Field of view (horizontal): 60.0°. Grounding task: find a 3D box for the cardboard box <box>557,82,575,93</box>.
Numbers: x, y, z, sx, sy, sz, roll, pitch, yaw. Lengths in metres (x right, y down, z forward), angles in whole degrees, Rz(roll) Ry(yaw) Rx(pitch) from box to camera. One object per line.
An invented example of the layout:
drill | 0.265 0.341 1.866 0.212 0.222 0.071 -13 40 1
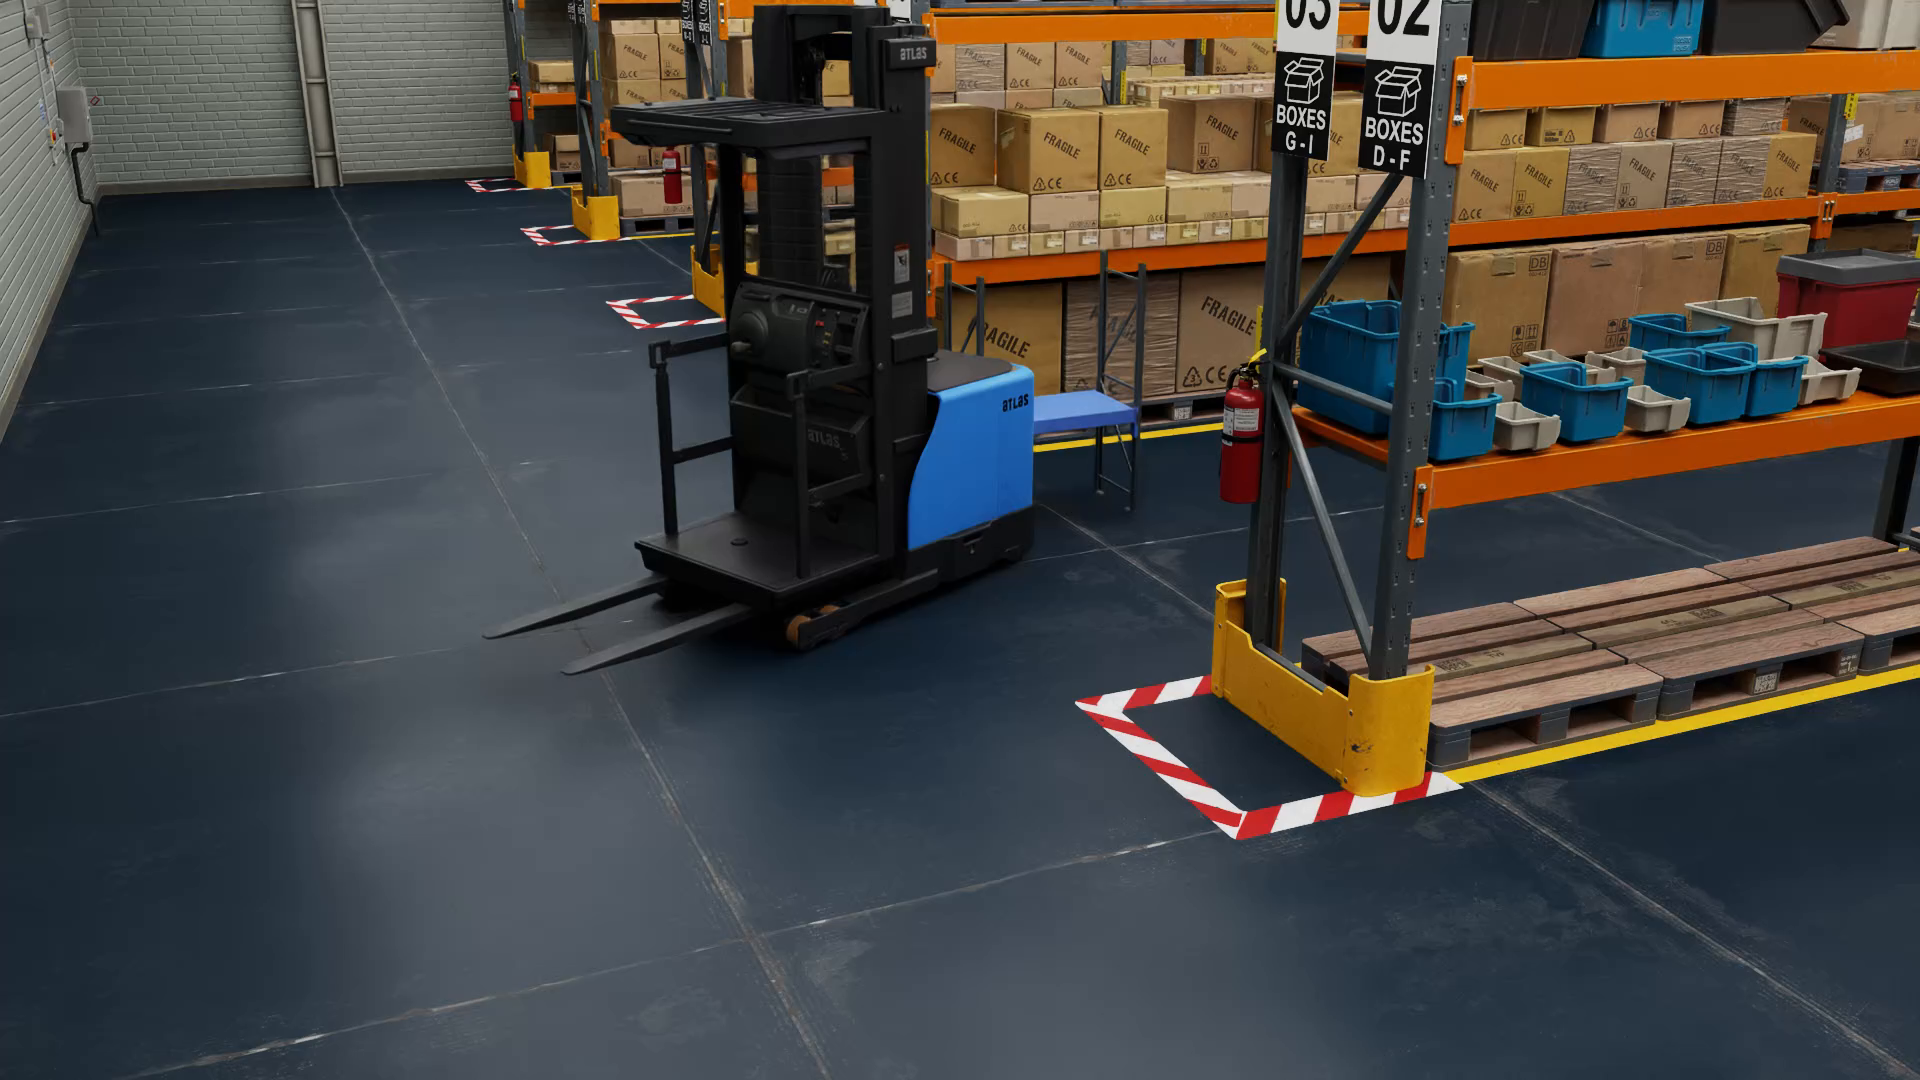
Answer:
cardboard box | -5.703 -6.526 23.919 0.250 0.149 0.380 -8 21 -21

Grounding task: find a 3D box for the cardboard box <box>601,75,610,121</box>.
cardboard box | -4.021 -5.316 19.952 0.500 0.500 0.500 -8 21 -22

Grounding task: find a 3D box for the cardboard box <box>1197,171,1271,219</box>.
cardboard box | 1.995 -2.424 11.668 0.500 0.250 0.500 -8 21 -21

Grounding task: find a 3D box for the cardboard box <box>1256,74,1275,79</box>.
cardboard box | 3.333 -4.866 17.675 0.250 0.149 0.380 -7 21 -20

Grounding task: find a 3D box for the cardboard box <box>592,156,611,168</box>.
cardboard box | -5.324 -5.587 24.532 0.250 0.149 0.380 -9 21 -24

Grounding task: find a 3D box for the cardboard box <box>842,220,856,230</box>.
cardboard box | -0.992 -3.064 16.473 0.250 0.149 0.380 -7 21 -20

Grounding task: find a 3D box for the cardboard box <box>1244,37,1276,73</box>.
cardboard box | 3.967 -6.622 22.581 0.500 0.500 0.500 -7 21 -19

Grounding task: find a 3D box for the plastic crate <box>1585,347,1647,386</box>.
plastic crate | 2.987 -0.781 7.530 0.250 0.136 0.298 -8 21 -22

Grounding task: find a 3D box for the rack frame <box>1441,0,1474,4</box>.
rack frame | 1.528 -3.422 5.690 0.127 3.000 1.000 -8 21 -22

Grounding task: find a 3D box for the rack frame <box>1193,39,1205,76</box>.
rack frame | 2.986 -6.177 22.548 0.127 3.000 1.000 -8 21 -22

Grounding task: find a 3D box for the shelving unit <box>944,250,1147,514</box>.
shelving unit | 0.487 -0.874 9.747 1.048 1.500 0.538 -8 21 -23

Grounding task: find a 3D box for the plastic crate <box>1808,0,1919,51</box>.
plastic crate | 3.685 -2.148 6.769 0.530 0.282 0.437 -8 21 -22

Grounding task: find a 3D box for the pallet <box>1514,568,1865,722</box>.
pallet | 3.419 0.467 7.876 1.213 0.211 1.003 -8 21 -22

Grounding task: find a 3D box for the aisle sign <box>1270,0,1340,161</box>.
aisle sign | 1.346 -1.898 6.482 0.004 0.787 0.394 -8 21 -22

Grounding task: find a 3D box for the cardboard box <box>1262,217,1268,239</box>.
cardboard box | 2.144 -2.235 11.730 0.250 0.149 0.380 -8 21 -21

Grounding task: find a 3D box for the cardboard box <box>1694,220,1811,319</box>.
cardboard box | 6.270 -2.266 14.009 0.875 0.875 1.225 -9 21 -24

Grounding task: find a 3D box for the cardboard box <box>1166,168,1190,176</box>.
cardboard box | 1.316 -2.520 11.940 0.500 0.250 0.500 -8 21 -22

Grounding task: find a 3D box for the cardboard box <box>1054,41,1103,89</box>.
cardboard box | 1.043 -4.669 16.162 0.500 0.500 0.500 -9 21 -24

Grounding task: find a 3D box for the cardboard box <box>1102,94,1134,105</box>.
cardboard box | 1.654 -4.487 17.047 0.250 0.149 0.380 -7 21 -20

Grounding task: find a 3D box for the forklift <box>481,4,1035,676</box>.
forklift | -0.939 -1.039 8.059 1.130 2.935 3.031 16 25 39

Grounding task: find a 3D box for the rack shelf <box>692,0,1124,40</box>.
rack shelf | -0.469 -4.967 15.678 4.000 0.370 1.077 -8 21 -22

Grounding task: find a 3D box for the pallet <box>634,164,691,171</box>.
pallet | -4.409 -5.597 25.099 1.213 0.211 1.003 -8 21 -22

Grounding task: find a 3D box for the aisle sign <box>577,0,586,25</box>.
aisle sign | -4.310 -6.253 18.849 0.004 0.787 0.394 -8 21 -22

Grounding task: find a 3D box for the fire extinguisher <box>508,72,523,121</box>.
fire extinguisher | -6.281 -6.265 23.476 0.183 0.674 0.296 -8 21 -22

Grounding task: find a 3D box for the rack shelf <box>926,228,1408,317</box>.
rack shelf | 1.403 -2.026 11.843 4.000 0.370 1.077 -8 21 -22

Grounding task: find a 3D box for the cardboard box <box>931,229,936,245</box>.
cardboard box | -0.237 -2.131 11.436 0.250 0.149 0.380 -8 21 -21

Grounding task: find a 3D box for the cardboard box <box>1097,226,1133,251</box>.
cardboard box | 0.966 -2.066 11.250 0.250 0.149 0.380 -9 21 -23

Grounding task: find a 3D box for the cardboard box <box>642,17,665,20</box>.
cardboard box | -3.682 -6.158 19.861 0.250 0.149 0.380 -8 21 -22

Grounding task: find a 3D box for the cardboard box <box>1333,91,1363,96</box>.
cardboard box | 2.698 -3.067 12.364 0.500 0.500 0.500 -8 21 -22

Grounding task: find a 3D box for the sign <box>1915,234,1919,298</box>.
sign | 4.985 -1.417 8.612 0.005 0.325 0.100 -8 21 -22

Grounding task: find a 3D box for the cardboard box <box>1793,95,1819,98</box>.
cardboard box | 10.085 -5.444 20.241 0.550 0.550 0.875 -8 21 -22

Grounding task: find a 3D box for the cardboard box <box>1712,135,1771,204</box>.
cardboard box | 6.097 -2.998 13.368 0.500 0.500 0.500 -8 21 -22

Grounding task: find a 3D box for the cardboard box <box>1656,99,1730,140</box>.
cardboard box | 5.635 -3.499 13.282 0.637 0.503 0.797 -8 21 -21

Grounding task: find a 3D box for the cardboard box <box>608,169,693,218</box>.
cardboard box | -3.793 -4.231 20.248 0.875 0.438 0.875 -9 21 -24

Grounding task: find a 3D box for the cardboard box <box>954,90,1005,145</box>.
cardboard box | 0.100 -4.059 15.935 0.500 0.500 0.500 -8 21 -22

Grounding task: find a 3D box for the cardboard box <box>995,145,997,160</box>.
cardboard box | 0.251 -3.772 16.096 0.250 0.149 0.380 -9 21 -24

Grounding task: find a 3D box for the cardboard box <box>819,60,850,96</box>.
cardboard box | -1.328 -4.334 15.210 0.500 0.500 0.500 -8 21 -20

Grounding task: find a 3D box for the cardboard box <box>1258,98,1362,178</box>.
cardboard box | 2.461 -2.845 11.735 0.500 0.500 0.500 -8 21 -21

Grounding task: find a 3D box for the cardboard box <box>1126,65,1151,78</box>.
cardboard box | 2.173 -6.132 21.894 0.500 0.250 0.500 -9 21 -23

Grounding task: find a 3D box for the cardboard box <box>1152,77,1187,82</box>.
cardboard box | 2.143 -4.696 17.193 0.250 0.149 0.380 -9 21 -24

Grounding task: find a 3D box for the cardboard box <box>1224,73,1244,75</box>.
cardboard box | 3.631 -6.269 22.557 0.250 0.149 0.380 -10 22 -25

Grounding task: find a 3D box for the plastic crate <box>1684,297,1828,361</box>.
plastic crate | 3.726 -0.946 7.780 0.530 0.282 0.437 -8 21 -22

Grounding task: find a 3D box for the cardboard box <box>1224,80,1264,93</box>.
cardboard box | 2.866 -4.564 16.817 0.250 0.149 0.380 -8 21 -22

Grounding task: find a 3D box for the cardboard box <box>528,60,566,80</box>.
cardboard box | -6.012 -6.849 24.234 0.500 0.250 0.500 -8 21 -20

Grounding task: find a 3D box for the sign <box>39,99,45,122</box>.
sign | -9.565 -4.480 17.323 0.001 0.218 0.327 -8 21 -22

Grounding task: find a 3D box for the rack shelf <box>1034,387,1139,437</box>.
rack shelf | 0.487 -0.705 9.807 1.000 0.185 0.538 -8 21 -23

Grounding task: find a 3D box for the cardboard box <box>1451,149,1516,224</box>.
cardboard box | 3.760 -2.660 12.410 0.500 0.500 0.500 -8 21 -22

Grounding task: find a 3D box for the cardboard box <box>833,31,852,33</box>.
cardboard box | -1.479 -5.959 20.273 0.500 0.500 0.500 -8 21 -23

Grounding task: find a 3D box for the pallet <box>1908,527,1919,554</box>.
pallet | 5.926 0.108 8.896 1.213 0.211 1.003 -8 21 -22

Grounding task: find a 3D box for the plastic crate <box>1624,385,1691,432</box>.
plastic crate | 2.835 -0.534 6.829 0.298 0.136 0.250 -8 21 -22

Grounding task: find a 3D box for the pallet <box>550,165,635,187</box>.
pallet | -5.527 -5.437 24.647 1.213 0.211 1.003 -8 21 -22

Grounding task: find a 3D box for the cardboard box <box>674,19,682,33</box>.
cardboard box | -3.193 -6.007 19.433 0.250 0.149 0.380 -9 21 -24

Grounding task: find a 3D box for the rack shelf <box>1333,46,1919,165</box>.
rack shelf | 3.364 -1.931 7.055 4.000 0.370 1.077 -8 21 -22

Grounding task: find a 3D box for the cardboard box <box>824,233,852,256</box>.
cardboard box | -1.202 -2.794 15.707 0.250 0.149 0.380 -8 21 -22

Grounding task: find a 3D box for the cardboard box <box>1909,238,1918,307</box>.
cardboard box | 8.541 -2.431 15.011 0.500 0.500 0.700 -6 20 -17

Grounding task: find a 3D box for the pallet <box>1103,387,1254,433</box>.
pallet | 1.388 -1.075 12.258 1.213 0.211 1.003 -8 21 -22
